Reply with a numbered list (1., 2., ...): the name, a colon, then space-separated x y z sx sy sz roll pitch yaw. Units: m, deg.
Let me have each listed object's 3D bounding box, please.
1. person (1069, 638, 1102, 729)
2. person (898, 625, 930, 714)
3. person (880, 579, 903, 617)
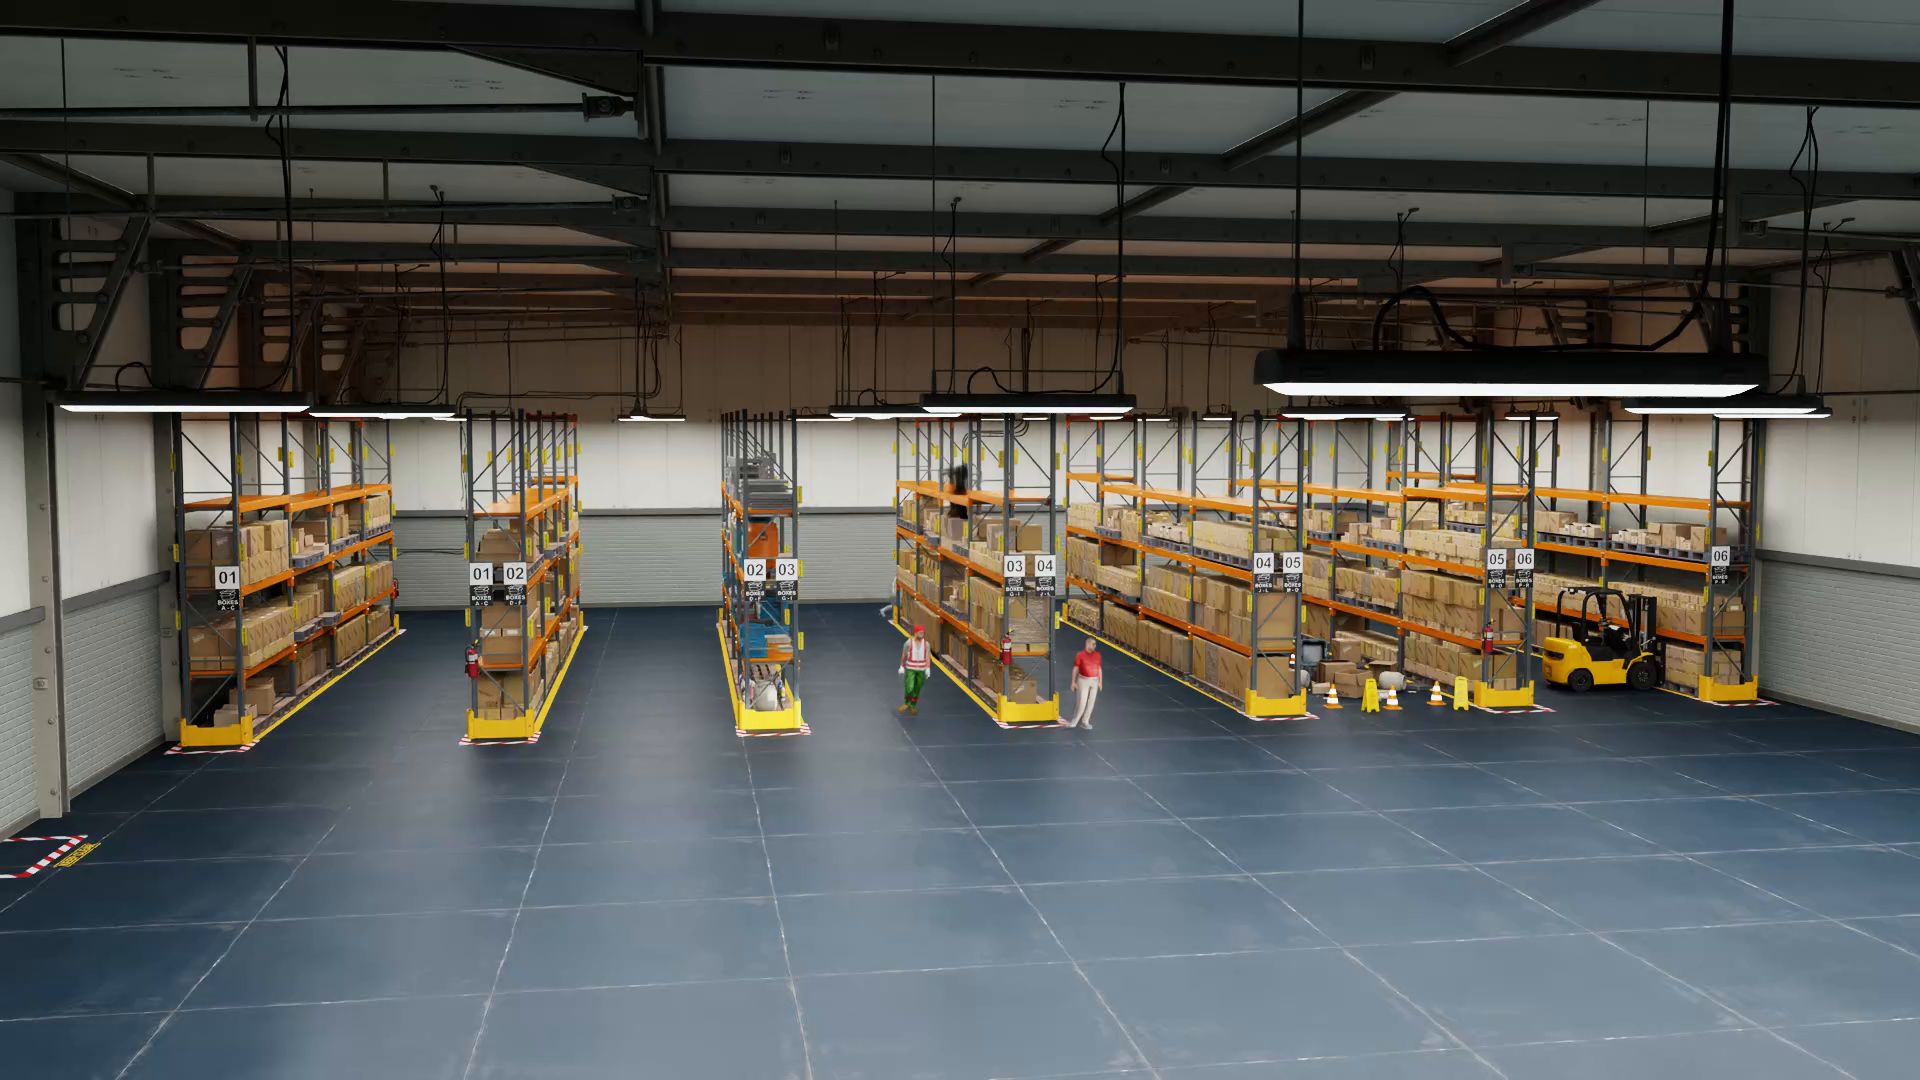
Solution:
1. person: 2.351 2.682 31.127 0.632 1.717 0.470 -2 5 -29
2. person: -0.893 2.543 32.638 0.630 1.768 0.468 -1 4 -16
3. person: -1.901 1.567 48.830 0.920 1.511 0.611 1 4 13
